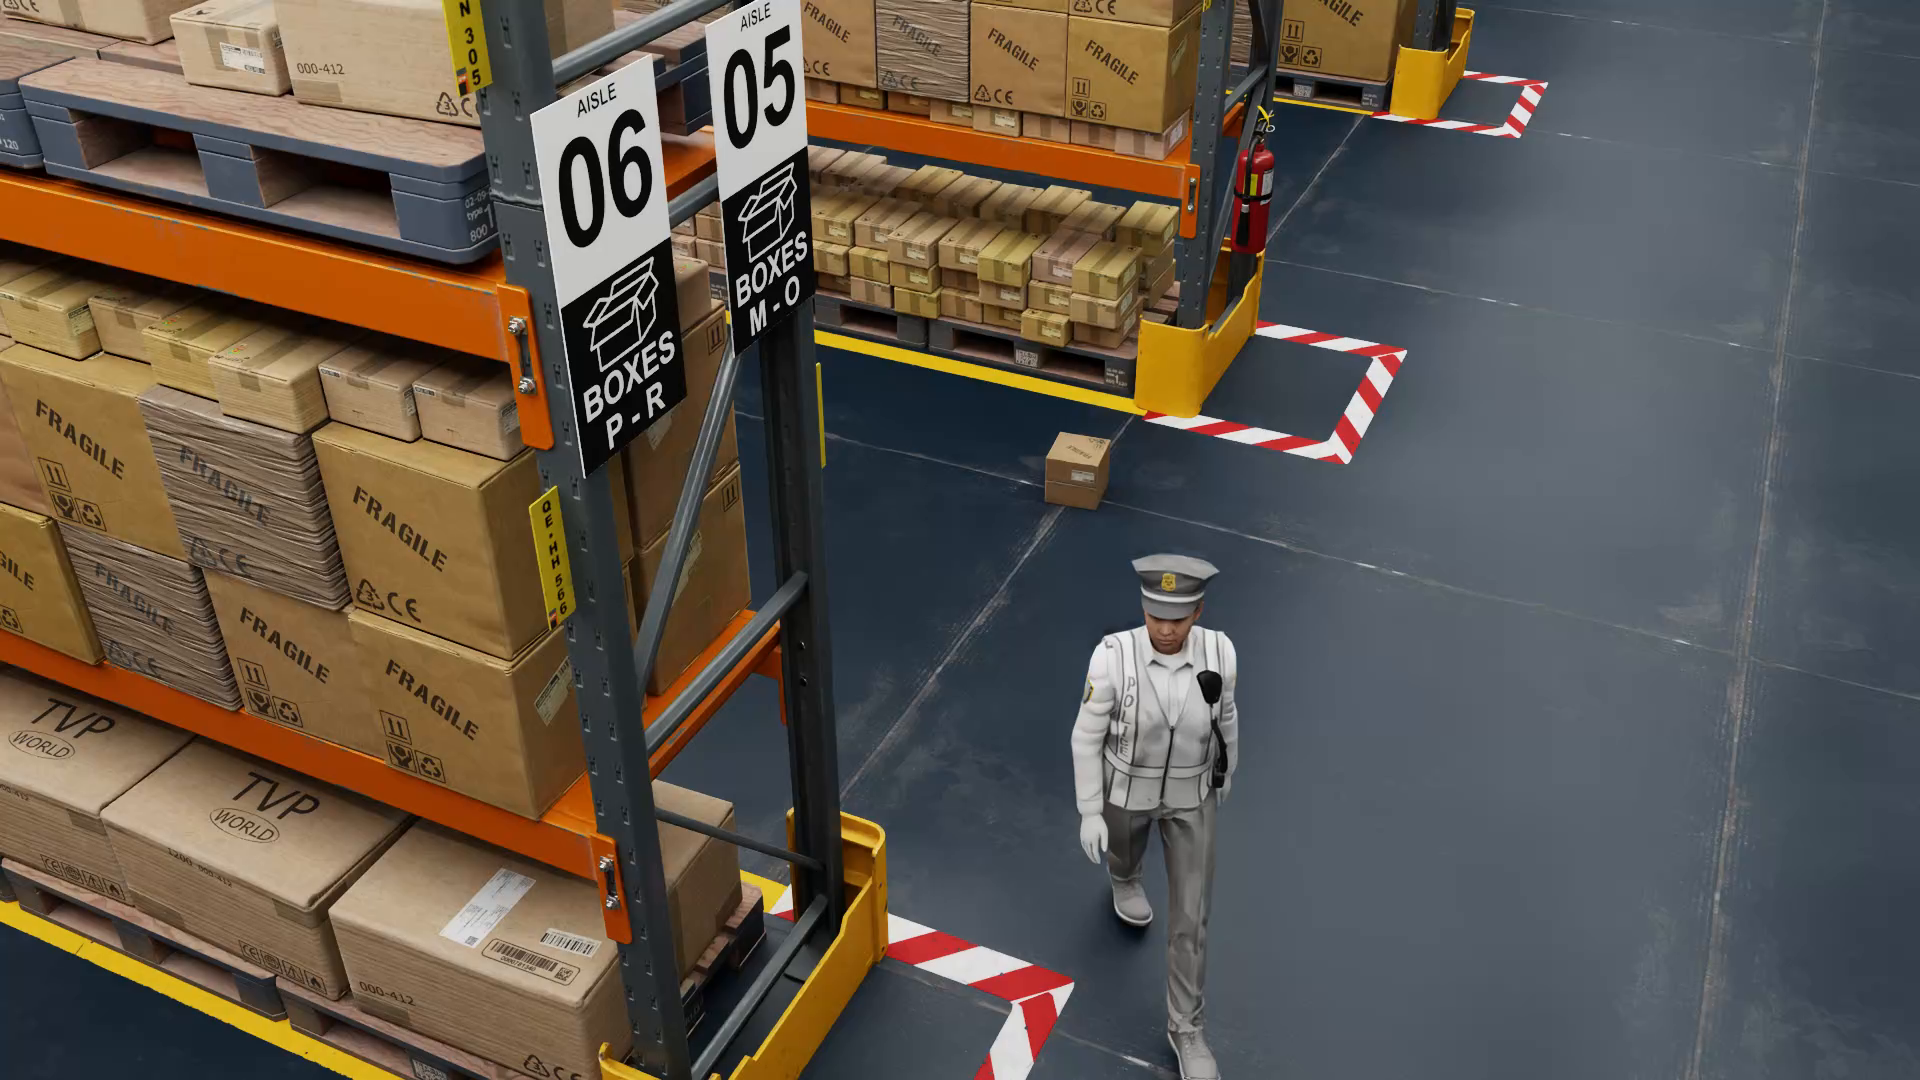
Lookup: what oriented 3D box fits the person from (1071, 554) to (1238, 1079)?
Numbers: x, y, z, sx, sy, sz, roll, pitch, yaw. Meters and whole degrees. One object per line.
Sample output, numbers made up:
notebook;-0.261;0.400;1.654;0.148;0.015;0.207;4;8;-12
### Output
person;0.591;0.760;4.969;0.527;1.631;0.967;-1;34;-1
